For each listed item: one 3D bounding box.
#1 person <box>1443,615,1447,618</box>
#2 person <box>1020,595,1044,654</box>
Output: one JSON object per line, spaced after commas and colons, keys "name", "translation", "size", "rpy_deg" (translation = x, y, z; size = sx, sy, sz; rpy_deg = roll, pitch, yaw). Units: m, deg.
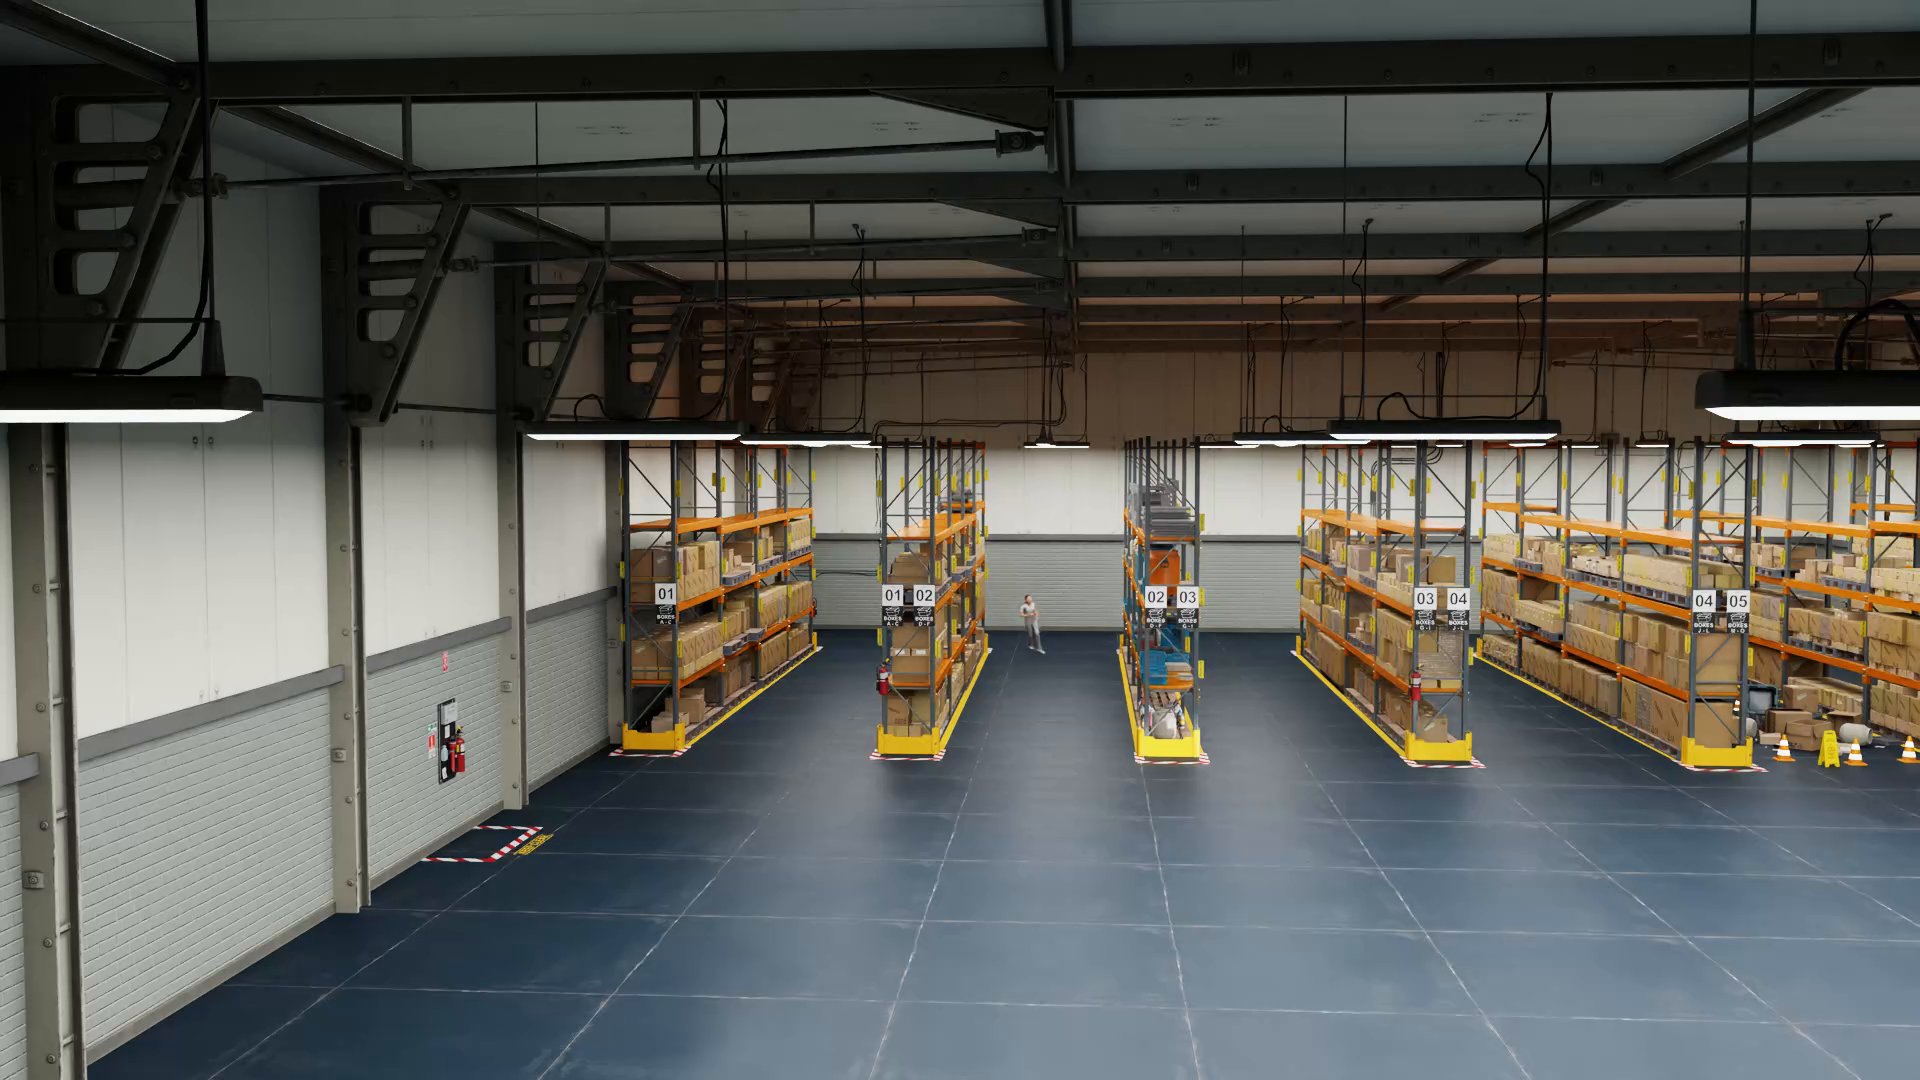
{"name": "person", "translation": [13.143, 2.495, 44.189], "size": [0.697, 1.742, 0.651], "rpy_deg": [0, 3, 8]}
{"name": "person", "translation": [1.964, 2.375, 47.251], "size": [0.598, 1.650, 0.917], "rpy_deg": [-1, 3, -19]}
